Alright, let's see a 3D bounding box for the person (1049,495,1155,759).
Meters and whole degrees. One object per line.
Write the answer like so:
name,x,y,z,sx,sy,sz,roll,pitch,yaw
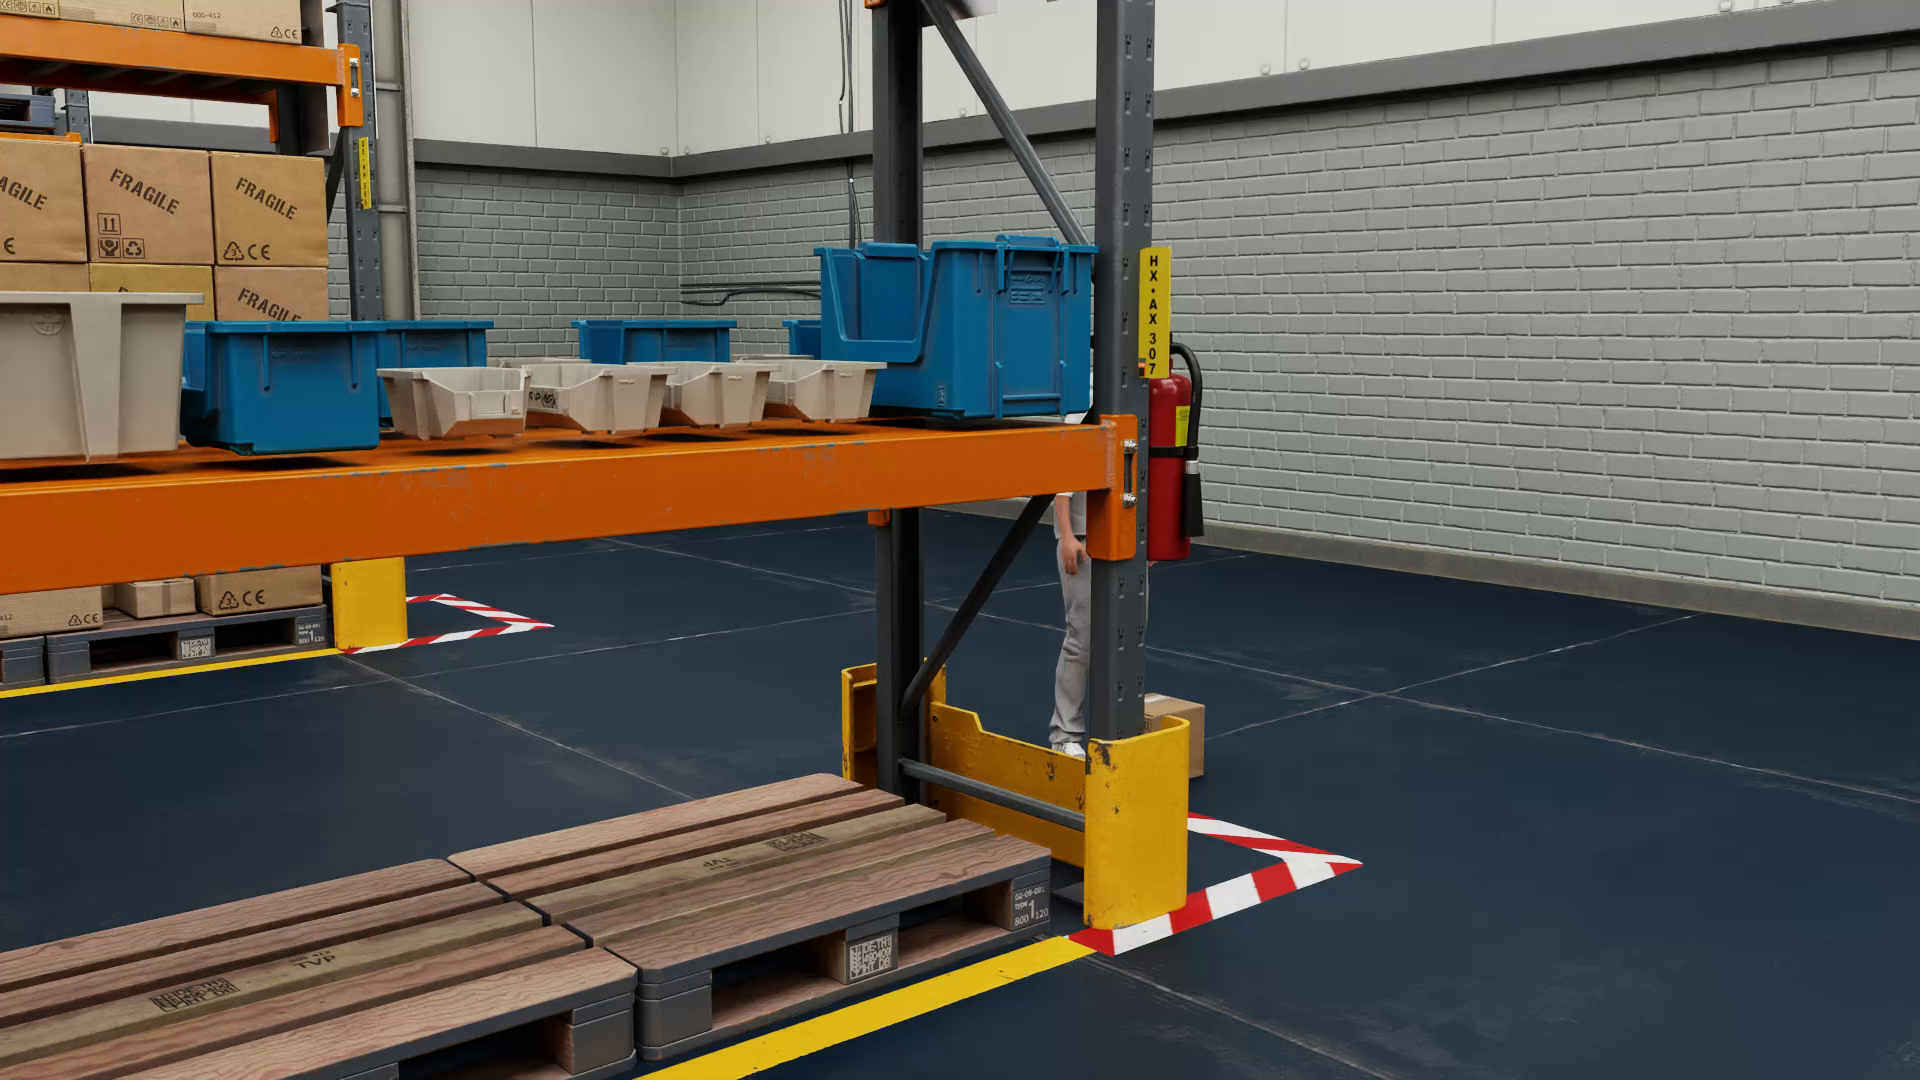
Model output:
person,0.521,0.001,5.830,0.462,1.591,0.322,-6,10,-37
